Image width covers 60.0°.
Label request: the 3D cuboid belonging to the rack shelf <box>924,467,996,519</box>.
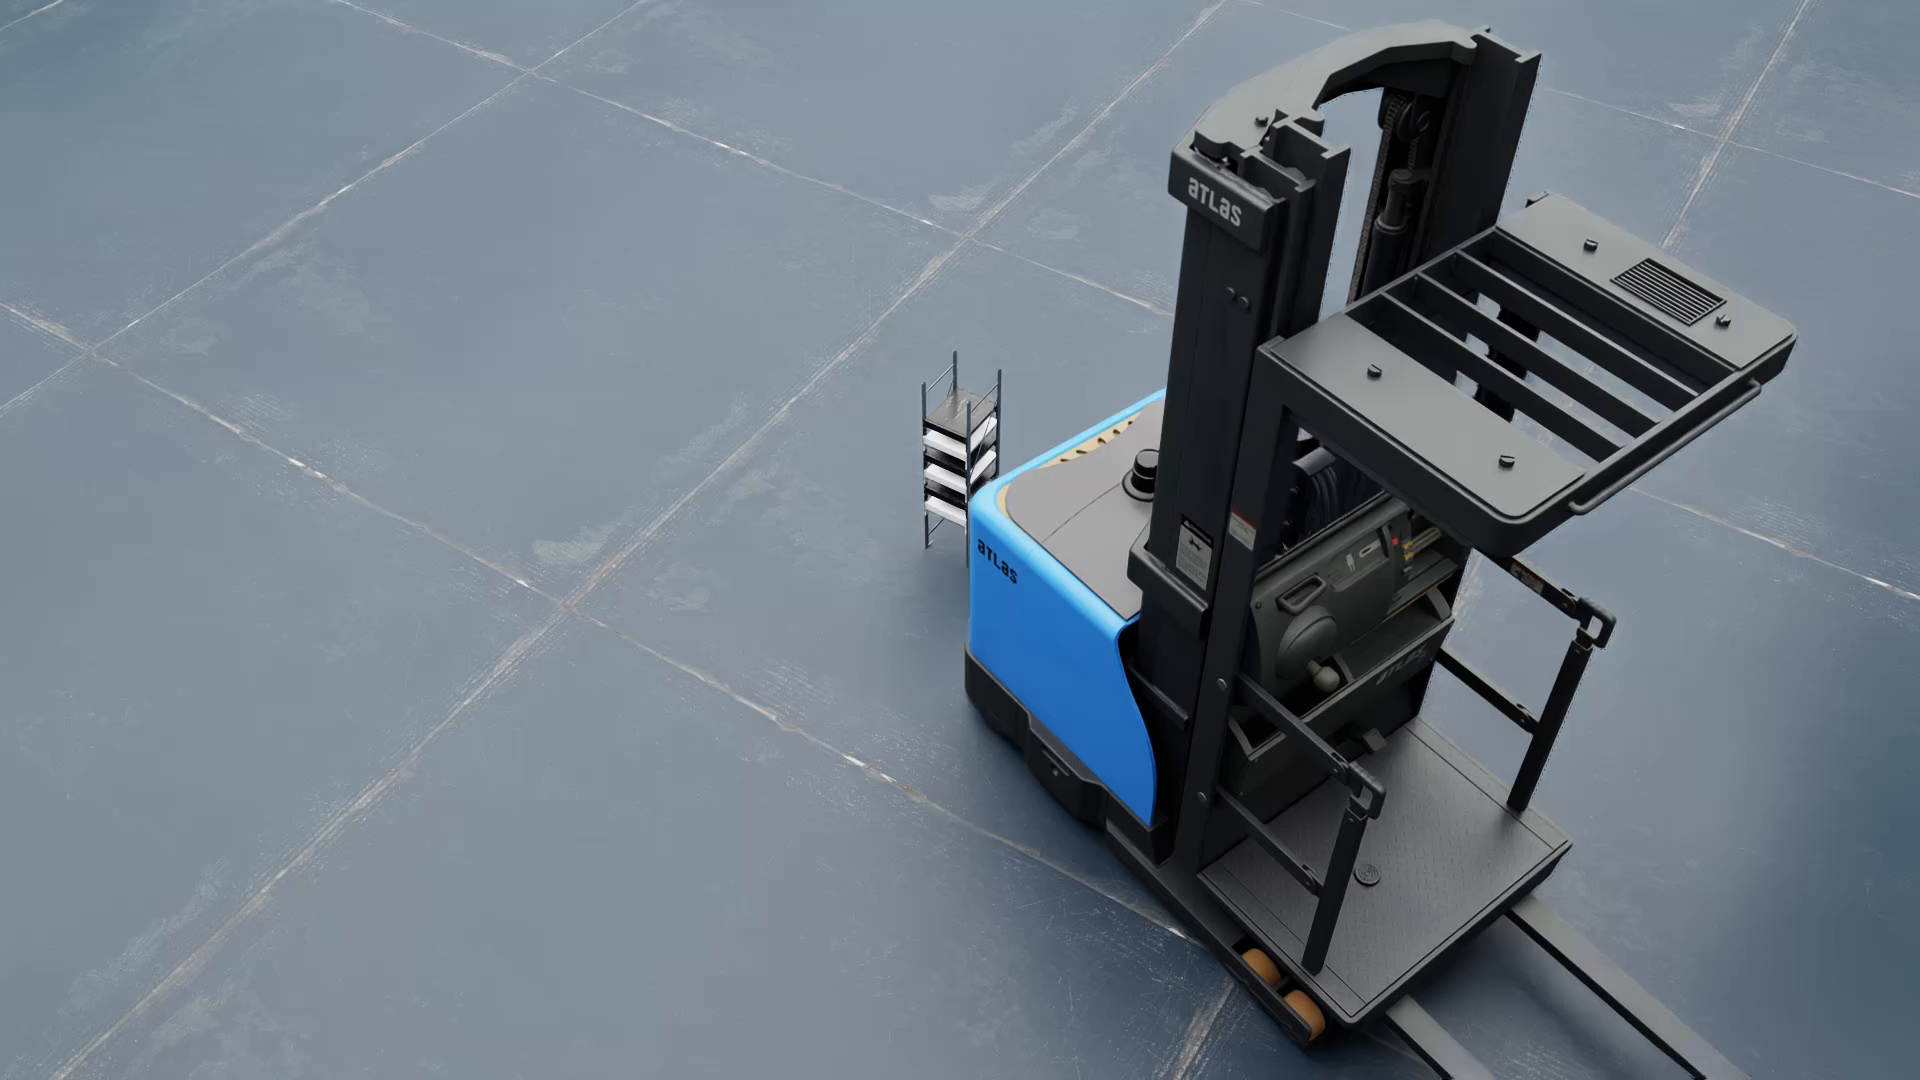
[{"bbox_3d":[0.007,-0.225,6.734,0.200,0.077,0.258,25,51,22],"label":"rack shelf"}]

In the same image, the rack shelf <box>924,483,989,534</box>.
[{"bbox_3d":[0.007,-0.162,6.799,0.200,0.077,0.258,25,51,22],"label":"rack shelf"}]

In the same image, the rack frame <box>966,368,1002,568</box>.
[{"bbox_3d":[0.092,-0.271,6.608,0.006,0.900,0.240,25,51,22],"label":"rack frame"}]

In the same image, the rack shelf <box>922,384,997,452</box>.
[{"bbox_3d":[0.007,-0.475,6.476,0.200,0.077,0.258,25,51,22],"label":"rack shelf"}]

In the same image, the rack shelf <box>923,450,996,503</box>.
[{"bbox_3d":[0.007,-0.287,6.670,0.200,0.077,0.258,25,51,22],"label":"rack shelf"}]

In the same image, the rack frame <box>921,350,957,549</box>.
[{"bbox_3d":[-0.079,-0.350,6.684,0.006,0.900,0.240,25,51,22],"label":"rack frame"}]

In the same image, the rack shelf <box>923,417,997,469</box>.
[{"bbox_3d":[0.007,-0.413,6.541,0.200,0.077,0.258,25,51,22],"label":"rack shelf"}]

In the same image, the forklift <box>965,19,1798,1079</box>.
[{"bbox_3d":[1.319,0.193,4.740,1.130,2.935,3.031,-29,53,-25],"label":"forklift"}]

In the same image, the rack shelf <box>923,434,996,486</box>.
[{"bbox_3d":[0.007,-0.350,6.605,0.200,0.077,0.258,25,51,22],"label":"rack shelf"}]

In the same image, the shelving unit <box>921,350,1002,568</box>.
[{"bbox_3d":[0.007,-0.310,6.646,0.210,0.900,0.258,25,51,22],"label":"shelving unit"}]
